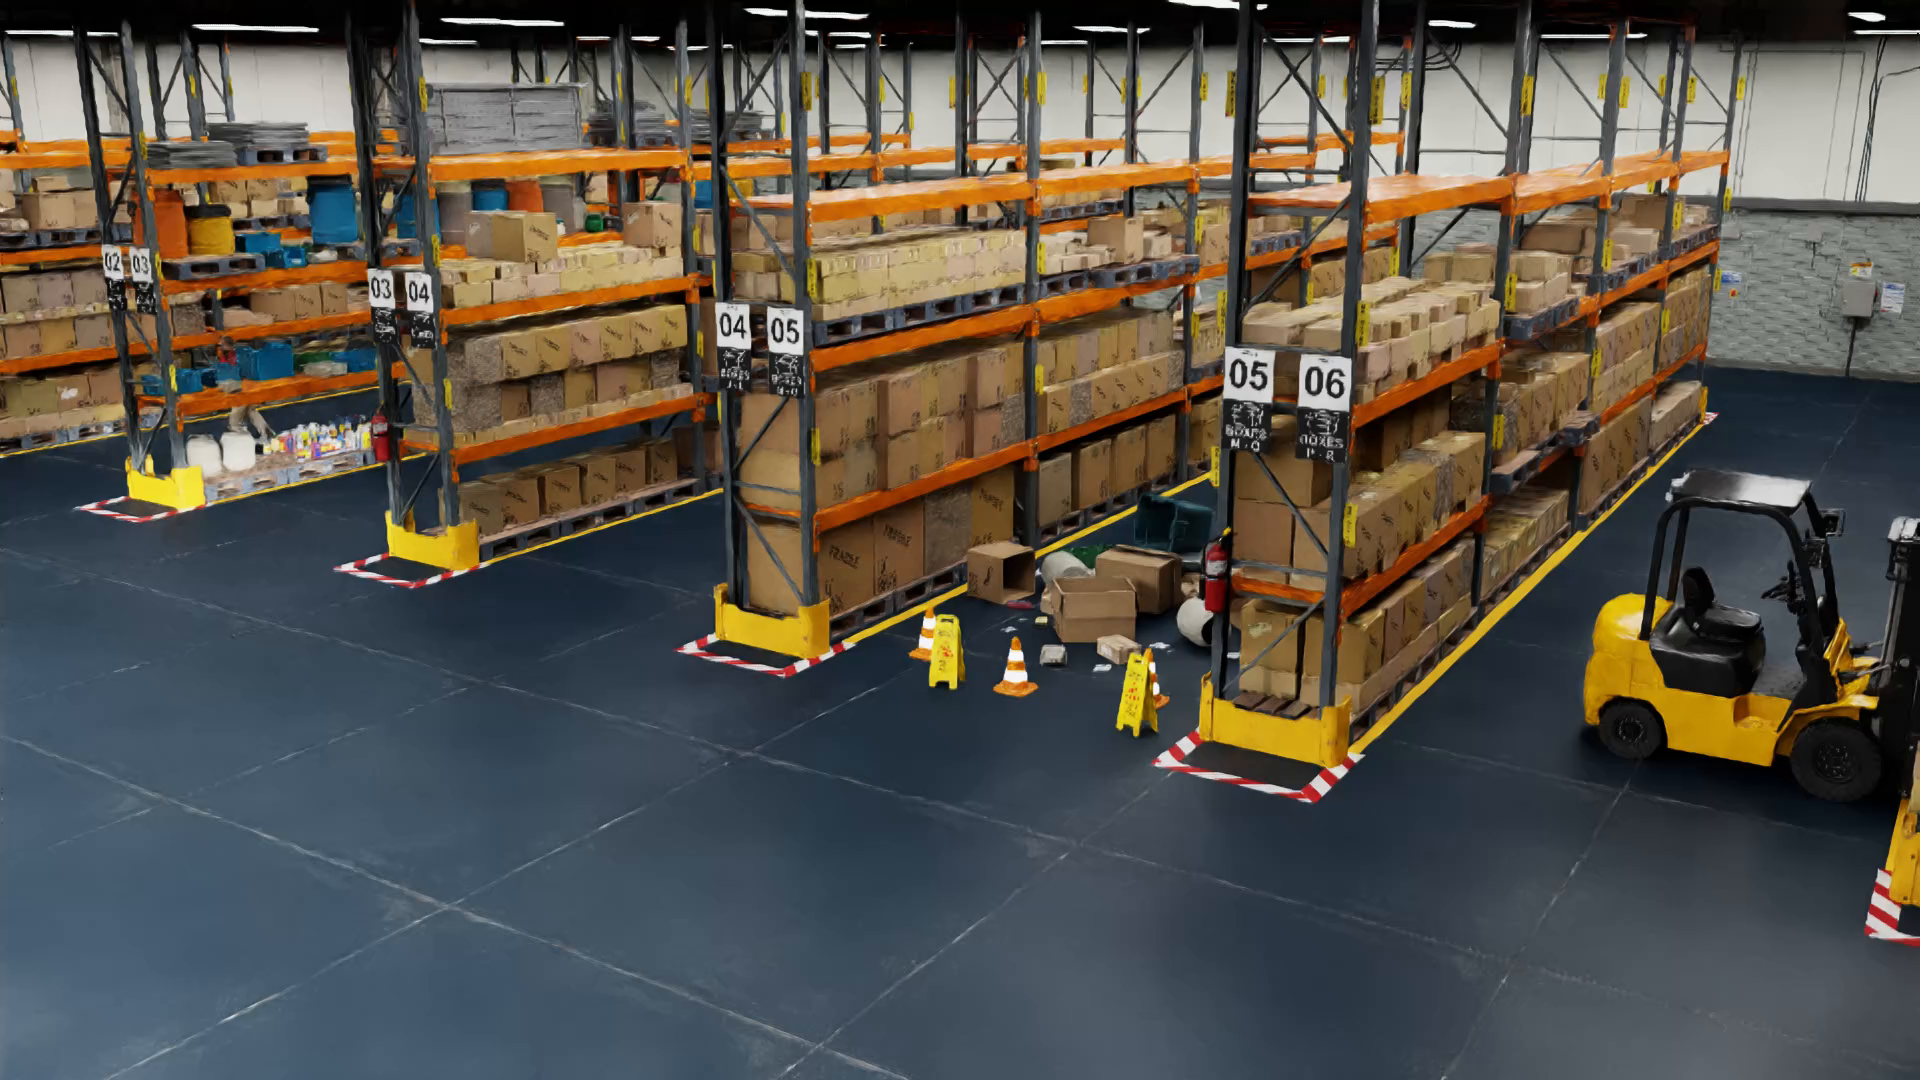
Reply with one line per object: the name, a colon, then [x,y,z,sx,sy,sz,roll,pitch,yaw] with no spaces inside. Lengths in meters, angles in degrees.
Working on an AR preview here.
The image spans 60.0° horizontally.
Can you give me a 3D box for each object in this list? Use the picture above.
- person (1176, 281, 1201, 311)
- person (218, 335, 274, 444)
person: [4.212,-4.080,30.504,0.648,1.786,0.442,-10,18,-32]
person: [-10.295,-2.102,23.645,0.542,1.645,1.126,10,19,33]
